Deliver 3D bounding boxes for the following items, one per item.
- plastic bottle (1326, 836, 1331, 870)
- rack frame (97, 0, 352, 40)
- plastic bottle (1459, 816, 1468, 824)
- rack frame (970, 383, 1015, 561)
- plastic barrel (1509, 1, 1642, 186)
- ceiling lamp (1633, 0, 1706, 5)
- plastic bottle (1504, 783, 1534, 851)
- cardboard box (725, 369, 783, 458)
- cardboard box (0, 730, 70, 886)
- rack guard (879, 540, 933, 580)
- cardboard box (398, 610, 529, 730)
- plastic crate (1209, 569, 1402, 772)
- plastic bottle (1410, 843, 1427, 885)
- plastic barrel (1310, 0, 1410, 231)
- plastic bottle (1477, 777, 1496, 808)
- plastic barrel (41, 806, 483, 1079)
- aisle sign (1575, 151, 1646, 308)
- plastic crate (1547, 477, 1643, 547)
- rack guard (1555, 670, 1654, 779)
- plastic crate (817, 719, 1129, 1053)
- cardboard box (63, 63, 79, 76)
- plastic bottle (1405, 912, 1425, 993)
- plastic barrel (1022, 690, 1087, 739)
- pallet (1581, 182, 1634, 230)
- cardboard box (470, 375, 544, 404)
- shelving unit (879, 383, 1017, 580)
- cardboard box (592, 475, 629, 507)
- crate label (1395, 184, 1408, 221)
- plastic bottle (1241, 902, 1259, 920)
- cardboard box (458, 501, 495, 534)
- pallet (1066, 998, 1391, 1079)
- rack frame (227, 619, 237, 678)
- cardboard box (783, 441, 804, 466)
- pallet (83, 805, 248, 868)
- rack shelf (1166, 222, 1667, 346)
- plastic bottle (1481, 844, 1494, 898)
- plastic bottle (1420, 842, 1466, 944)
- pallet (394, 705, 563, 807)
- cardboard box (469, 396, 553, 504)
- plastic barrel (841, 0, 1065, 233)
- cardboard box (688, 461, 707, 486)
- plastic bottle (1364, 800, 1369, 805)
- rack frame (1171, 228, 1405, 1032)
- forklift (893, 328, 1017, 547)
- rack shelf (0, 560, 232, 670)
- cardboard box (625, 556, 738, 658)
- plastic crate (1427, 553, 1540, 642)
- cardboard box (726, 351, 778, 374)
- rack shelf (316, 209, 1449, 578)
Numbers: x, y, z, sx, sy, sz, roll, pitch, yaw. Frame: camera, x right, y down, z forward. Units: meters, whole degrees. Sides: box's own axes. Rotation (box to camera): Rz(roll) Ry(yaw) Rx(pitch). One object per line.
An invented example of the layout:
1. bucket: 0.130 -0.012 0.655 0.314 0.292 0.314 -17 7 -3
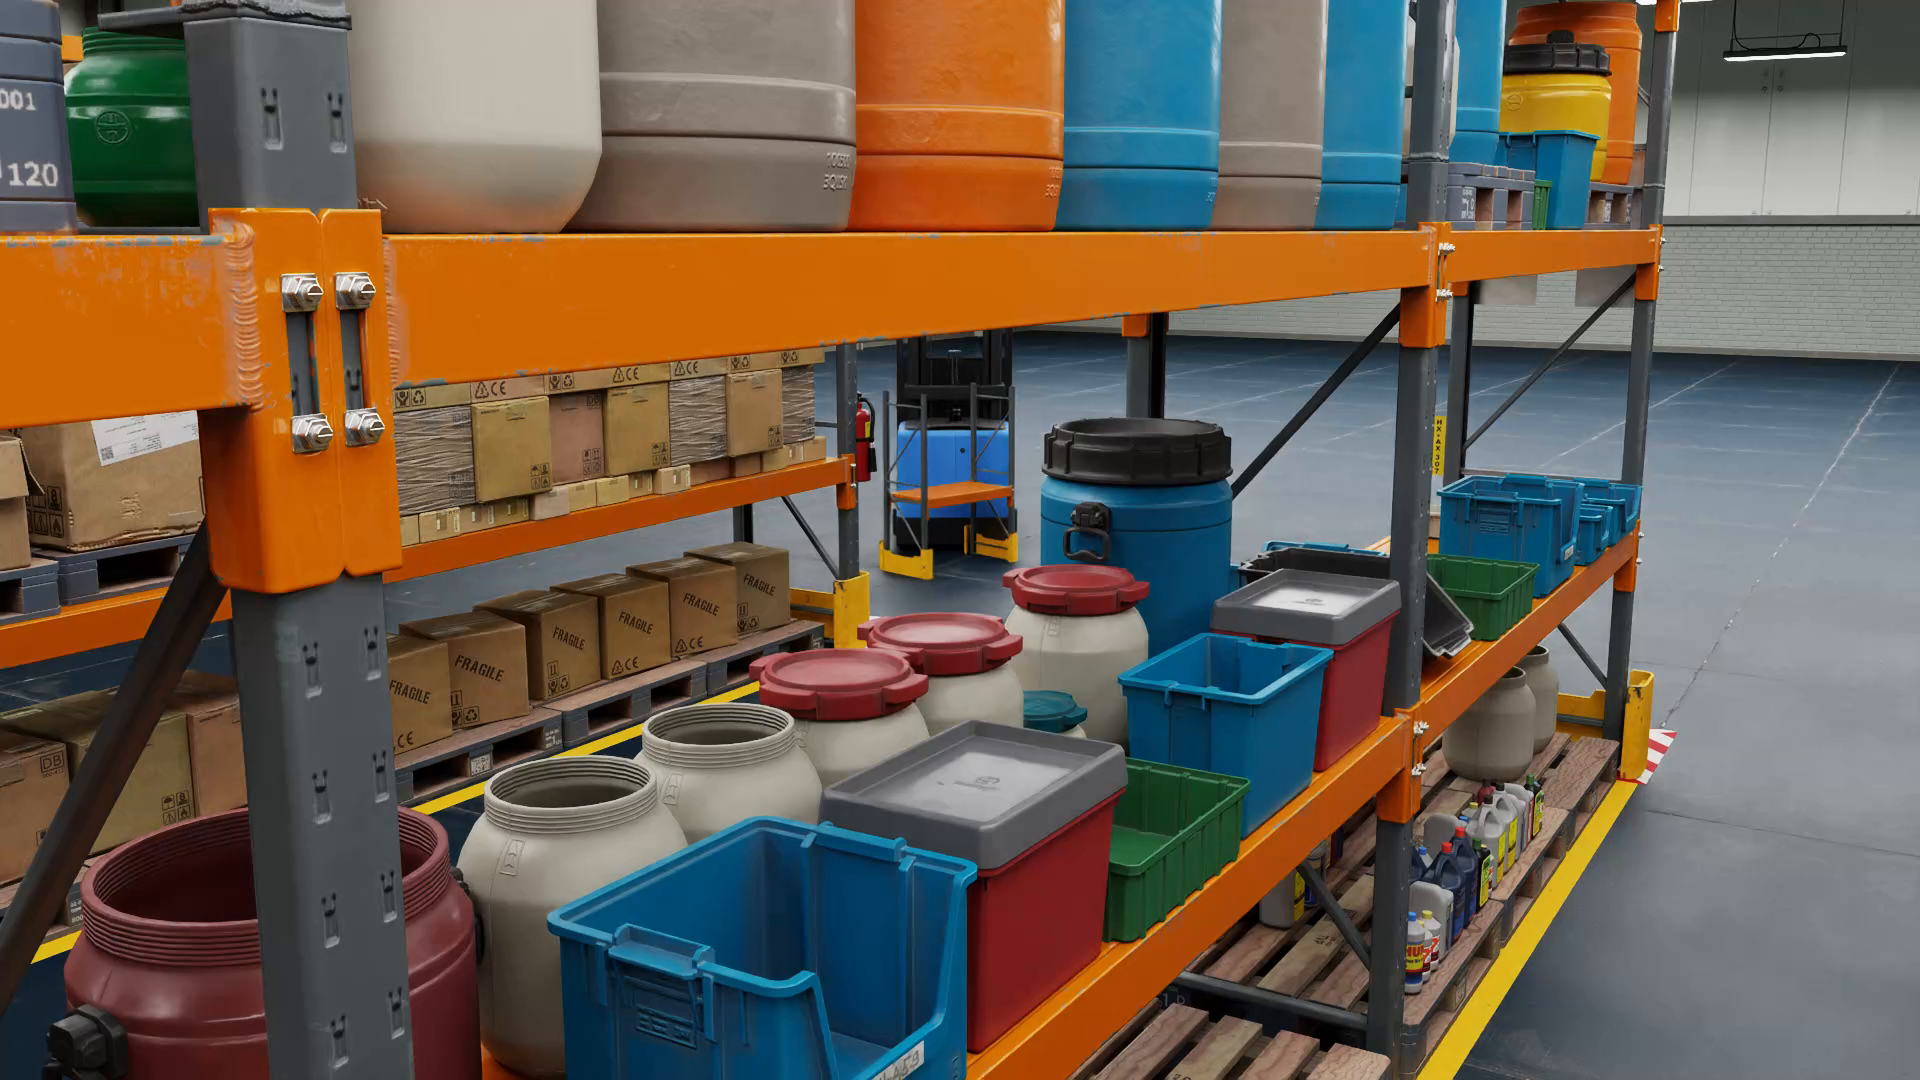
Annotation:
1. plastic bottle: 1.469 1.216 6.788 0.061 0.283 0.133 6 12 31
2. rack frame: -1.064 -2.018 1.577 1.000 3.000 0.127 6 12 31
3. plastic bottle: 2.076 1.243 6.869 0.097 0.201 0.097 0 11 0
4. rack frame: 0.277 -0.584 14.293 0.032 1.500 0.500 -10 15 -44
5. plastic barrel: 2.946 -2.131 8.022 0.600 0.830 0.708 6 12 31
6. ceiling lamp: 10.260 -8.859 22.255 2.000 3.185 0.800 6 12 31
7. plastic bottle: 2.357 1.163 7.095 0.152 0.276 0.135 6 12 31
8. cardboard box: -1.609 -0.822 10.411 0.875 0.500 0.500 6 12 31
9. cardboard box: -4.111 1.096 6.840 0.700 0.500 0.500 5 12 26
10. rack guard: -0.447 0.161 13.709 0.087 0.250 0.587 -10 15 -44
11. cardboard box: -2.687 0.700 9.009 0.500 0.500 0.500 -9 14 -39
12. plastic crate: 1.023 0.375 4.920 0.402 0.464 0.583 6 12 31
13. plastic bottle: 1.664 1.286 6.232 0.144 0.351 0.185 6 12 31
14. plastic barrel: 0.935 -1.319 4.629 0.600 0.901 0.708 6 12 31
15. plastic bottle: 2.265 1.149 7.148 0.061 0.283 0.133 6 12 31
16. plastic barrel: -1.082 0.762 2.661 0.600 0.536 0.708 6 12 31
17. aisle sign: 3.381 -1.588 8.519 0.394 0.787 0.004 6 12 31
18. plastic crate: 3.086 -0.147 8.290 0.499 0.251 0.616 6 12 31
19. rack guard: 3.091 0.917 8.991 1.175 0.500 0.348 6 12 31
20. plastic crate: 0.037 0.674 3.324 0.402 0.464 0.583 6 12 31
21. cardboard box: -3.549 -1.839 7.348 0.797 0.503 0.637 6 12 28
22. plastic bottle: 1.553 1.418 5.744 0.097 0.271 0.097 0 11 0
23. plastic barrel: 0.195 0.563 4.468 0.301 0.262 0.301 0 11 0
24. pallet: 2.577 -1.589 7.946 1.003 0.211 1.213 6 12 31
25. cardboard box: -2.511 -0.984 8.557 0.500 0.500 0.500 6 12 31
26. shelving unit: -0.092 -0.517 13.937 1.083 1.500 0.587 -10 15 -44
27. cardboard box: -2.084 -0.291 9.334 0.380 0.149 0.250 6 12 31
28. crate label: 1.836 -1.466 7.183 0.502 0.251 0.408 6 12 31
29. plastic bottle: 1.101 1.258 6.380 0.144 0.351 0.185 6 12 29
30. cardboard box: -2.604 -0.134 8.494 0.380 0.149 0.250 6 12 31
31. pallet: 0.639 1.799 5.066 1.003 0.211 1.213 6 12 31
32. rack frame: -3.220 -0.172 8.017 1.000 3.000 0.127 6 12 31
33. cardboard box: -1.245 -0.574 10.845 0.380 0.149 0.250 6 12 31
34. pallet: -3.623 1.321 7.618 1.003 0.211 1.213 6 12 31
35. rack shelf: 2.051 -1.134 6.959 1.077 0.370 4.000 6 12 31
36. plastic bottle: 2.052 1.301 6.557 0.097 0.201 0.097 0 11 0
37. plastic bottle: 1.787 1.300 6.159 0.144 0.351 0.185 7 13 32
38. pallet: -2.902 1.090 8.855 1.003 0.211 1.213 6 12 31
39. cardboard box: -2.644 -0.507 8.728 0.875 0.500 0.500 6 12 31
40. plastic barrel: -0.112 -0.966 2.942 0.600 0.830 0.708 6 12 31
41. cardboard box: -1.750 -0.415 9.997 0.380 0.149 0.250 6 12 31
42. plastic bottle: 1.828 1.103 7.615 0.097 0.201 0.097 0 11 0
43. rack frame: 1.010 0.301 5.491 0.949 2.616 0.053 6 12 31
44. forklift: -0.057 -1.607 15.869 1.130 2.935 3.031 0 11 -1
45. rack shelf: -4.258 0.496 6.403 1.077 0.370 4.000 6 12 31
46. cardboard box: -1.763 0.415 10.532 0.500 0.500 0.500 -10 14 -43
47. plastic crate: 1.959 0.219 6.505 0.450 0.188 0.662 6 12 31
48. cardboard box: -1.472 -1.298 10.237 0.500 0.500 0.500 6 12 31
49. rack shelf: -0.025 -0.505 3.599 1.077 0.370 4.000 6 12 31
